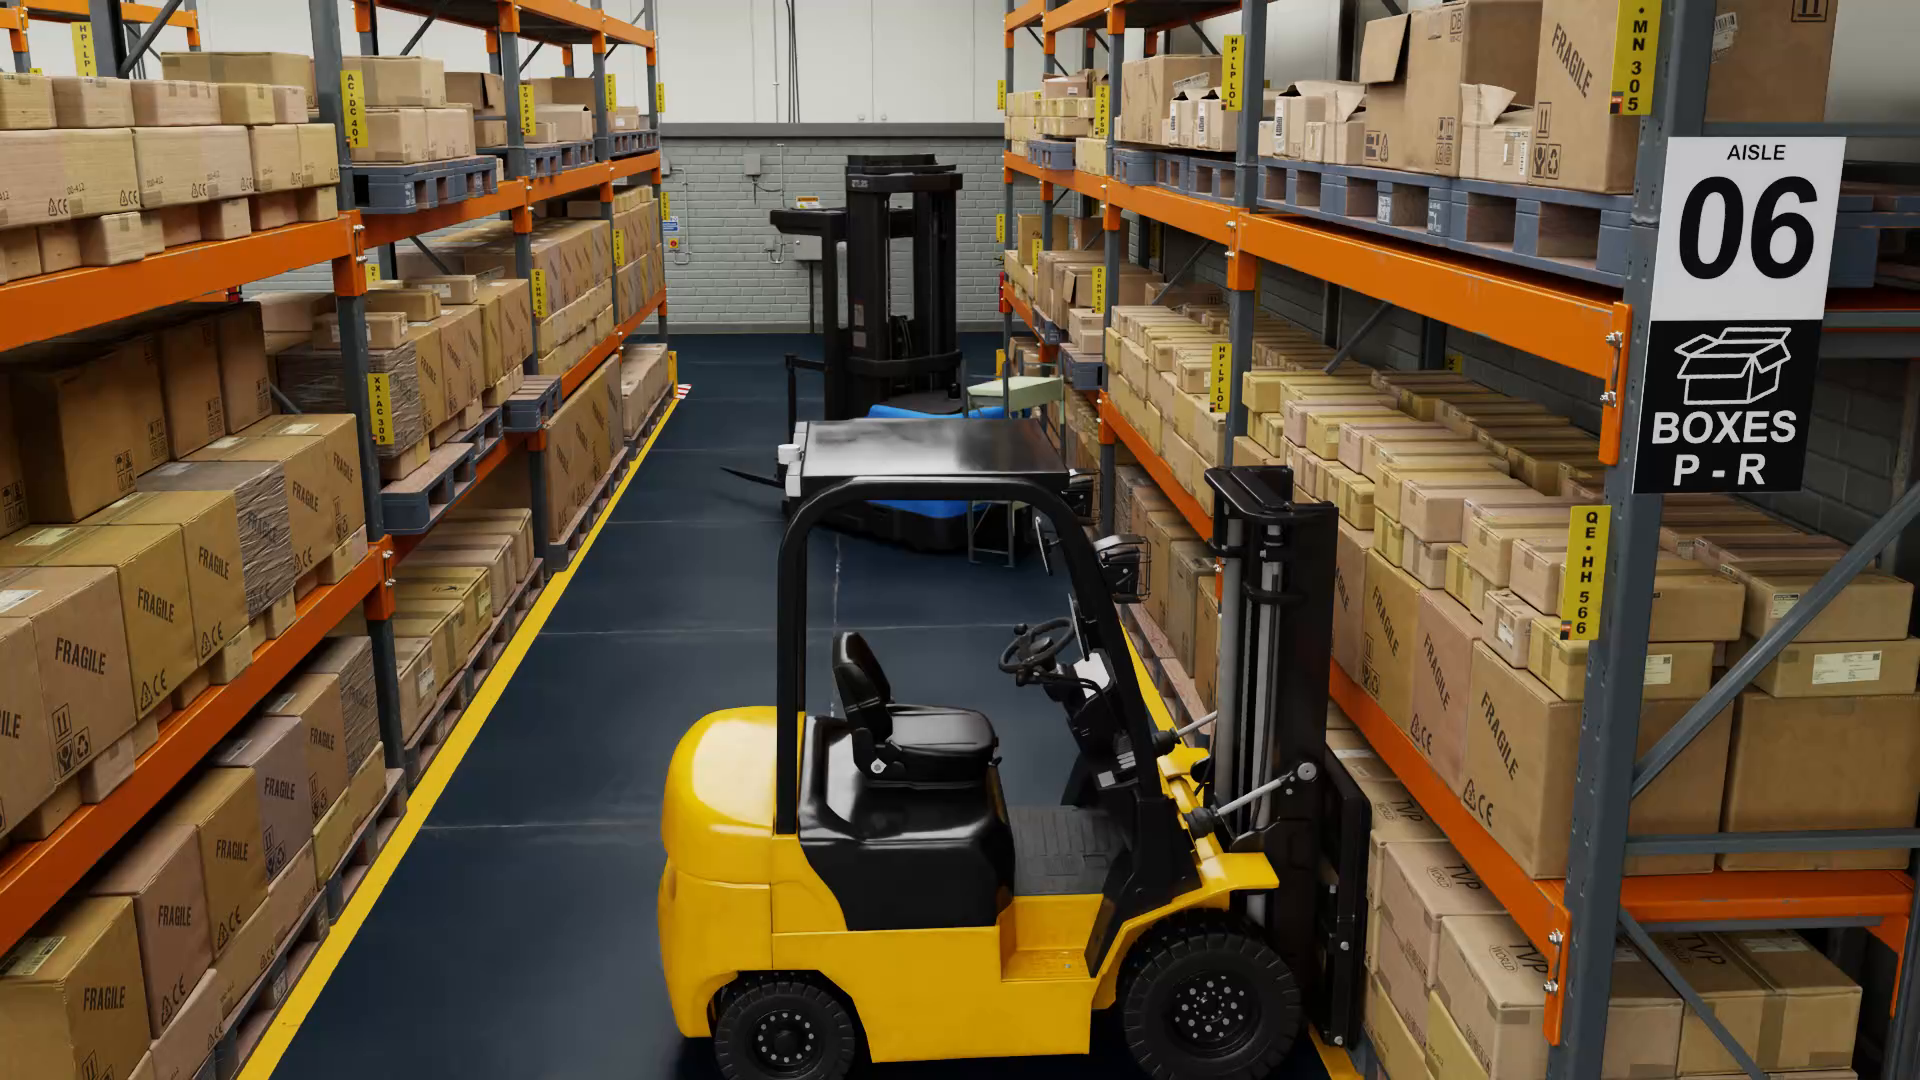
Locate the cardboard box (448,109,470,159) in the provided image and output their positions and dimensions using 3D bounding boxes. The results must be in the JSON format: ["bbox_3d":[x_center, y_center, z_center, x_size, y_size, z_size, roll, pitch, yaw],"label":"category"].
[{"bbox_3d":[-2.911,-2.154,8.817,0.500,0.250,0.500,-1,14,-4],"label":"cardboard box"}]

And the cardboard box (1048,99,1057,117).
[{"bbox_3d":[0.953,-3.688,14.186,0.380,0.149,0.250,-1,14,-4],"label":"cardboard box"}]

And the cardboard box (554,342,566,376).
[{"bbox_3d":[-3.266,-1.343,12.528,0.500,0.250,0.500,-1,14,-5],"label":"cardboard box"}]

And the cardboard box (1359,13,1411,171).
[{"bbox_3d":[1.780,-1.514,5.620,0.797,0.503,0.637,0,14,-2],"label":"cardboard box"}]

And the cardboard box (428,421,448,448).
[{"bbox_3d":[-2.983,-0.588,8.954,0.380,0.149,0.250,-1,14,-3],"label":"cardboard box"}]

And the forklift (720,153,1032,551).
[{"bbox_3d":[-0.818,-1.630,13.478,1.130,2.935,3.031,-14,20,-42],"label":"forklift"}]

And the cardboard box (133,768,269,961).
[{"bbox_3d":[-2.778,1.126,5.800,0.500,0.500,0.500,-1,14,-2],"label":"cardboard box"}]

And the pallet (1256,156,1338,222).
[{"bbox_3d":[1.843,-1.444,6.775,1.003,0.211,1.213,-1,14,-3],"label":"pallet"}]

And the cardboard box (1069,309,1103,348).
[{"bbox_3d":[1.128,-1.629,12.794,0.500,0.250,0.500,-2,15,-6],"label":"cardboard box"}]

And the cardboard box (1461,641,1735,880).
[{"bbox_3d":[1.720,0.582,4.542,0.500,0.500,0.500,-1,14,-5],"label":"cardboard box"}]

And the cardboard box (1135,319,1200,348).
[{"bbox_3d":[1.330,-1.324,10.652,0.380,0.149,0.250,-1,14,-3],"label":"cardboard box"}]

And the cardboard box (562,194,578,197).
[{"bbox_3d":[-4.038,-3.395,16.693,0.380,0.149,0.250,-1,14,-5],"label":"cardboard box"}]

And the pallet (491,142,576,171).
[{"bbox_3d":[-3.603,-2.961,12.876,1.003,0.211,1.213,0,14,-1],"label":"pallet"}]

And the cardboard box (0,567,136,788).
[{"bbox_3d":[-2.730,0.383,4.719,0.500,0.500,0.500,0,14,-2],"label":"cardboard box"}]

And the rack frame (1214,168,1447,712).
[{"bbox_3d":[1.764,-0.246,7.961,1.000,3.000,0.127,-1,14,-3],"label":"rack frame"}]

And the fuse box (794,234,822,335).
[{"bbox_3d":[-2.200,-3.927,24.853,0.539,1.711,0.414,-1,14,-3],"label":"fuse box"}]

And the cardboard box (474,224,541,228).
[{"bbox_3d":[-3.886,-2.450,14.323,0.500,0.500,0.500,-1,14,-4],"label":"cardboard box"}]

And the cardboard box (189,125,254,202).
[{"bbox_3d":[-2.844,-1.334,5.875,0.500,0.250,0.500,-1,14,-4],"label":"cardboard box"}]

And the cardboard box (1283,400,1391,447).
[{"bbox_3d":[1.532,-0.476,6.756,0.380,0.149,0.250,-1,14,-2],"label":"cardboard box"}]

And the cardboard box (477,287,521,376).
[{"bbox_3d":[-3.089,-1.322,10.502,0.500,0.500,0.500,-1,14,-4],"label":"cardboard box"}]

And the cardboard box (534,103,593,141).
[{"bbox_3d":[-3.421,-3.555,14.138,0.500,0.311,0.500,-1,14,-3],"label":"cardboard box"}]

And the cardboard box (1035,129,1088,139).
[{"bbox_3d":[0.989,-3.875,15.753,0.500,0.250,0.500,-1,14,-3],"label":"cardboard box"}]

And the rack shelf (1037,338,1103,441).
[{"bbox_3d":[1.393,-1.389,13.850,1.077,0.370,4.000,-1,14,-3],"label":"rack shelf"}]

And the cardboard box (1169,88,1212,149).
[{"bbox_3d":[1.429,-2.274,8.961,0.500,0.311,0.500,-1,14,-5],"label":"cardboard box"}]

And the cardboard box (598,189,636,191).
[{"bbox_3d":[-3.651,-3.658,17.715,0.380,0.149,0.250,-1,14,-4],"label":"cardboard box"}]

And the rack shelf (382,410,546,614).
[{"bbox_3d":[-3.314,-0.317,9.683,1.077,0.370,4.000,-1,14,-3],"label":"rack shelf"}]

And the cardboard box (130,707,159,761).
[{"bbox_3d":[-2.741,0.603,5.166,0.380,0.149,0.250,-1,14,-2],"label":"cardboard box"}]

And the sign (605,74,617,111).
[{"bbox_3d":[-3.144,-4.024,14.957,0.100,0.325,0.005,-1,14,-3],"label":"sign"}]

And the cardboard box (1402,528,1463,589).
[{"bbox_3d":[1.643,0.049,5.315,0.380,0.149,0.250,-1,14,-5],"label":"cardboard box"}]

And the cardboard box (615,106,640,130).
[{"bbox_3d":[-3.815,-4.674,18.409,0.500,0.250,0.500,-2,15,-9],"label":"cardboard box"}]

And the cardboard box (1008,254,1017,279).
[{"bbox_3d":[0.811,-3.059,18.600,0.500,0.250,0.500,-1,14,-3],"label":"cardboard box"}]

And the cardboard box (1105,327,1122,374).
[{"bbox_3d":[1.275,-1.295,11.339,0.500,0.250,0.500,-1,14,-3],"label":"cardboard box"}]

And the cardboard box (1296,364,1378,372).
[{"bbox_3d":[1.978,-0.829,8.724,0.380,0.149,0.250,-1,14,-4],"label":"cardboard box"}]

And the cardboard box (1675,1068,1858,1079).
[{"bbox_3d":[2.190,1.515,4.790,0.500,0.250,0.500,-1,14,-2],"label":"cardboard box"}]

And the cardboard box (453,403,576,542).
[{"bbox_3d":[-3.397,-0.510,12.411,0.875,0.875,0.875,-1,14,-4],"label":"cardboard box"}]

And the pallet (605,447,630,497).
[{"bbox_3d":[-3.562,-0.616,14.999,1.003,0.211,1.213,-1,14,-3],"label":"pallet"}]

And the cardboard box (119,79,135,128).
[{"bbox_3d":[-2.823,-1.361,5.180,0.380,0.149,0.250,-1,14,-2],"label":"cardboard box"}]

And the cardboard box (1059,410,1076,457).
[{"bbox_3d":[1.143,-0.848,14.475,0.500,0.500,0.500,-1,14,-5],"label":"cardboard box"}]

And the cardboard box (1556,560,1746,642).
[{"bbox_3d":[1.780,0.157,4.298,0.380,0.149,0.250,-1,14,-3],"label":"cardboard box"}]

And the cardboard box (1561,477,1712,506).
[{"bbox_3d":[2.150,-0.102,5.304,0.380,0.149,0.250,0,14,-2],"label":"cardboard box"}]

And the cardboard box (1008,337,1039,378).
[{"bbox_3d":[0.964,-2.071,19.222,0.797,0.503,0.637,-1,15,-6],"label":"cardboard box"}]

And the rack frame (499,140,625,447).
[{"bbox_3d":[-3.685,-2.158,15.392,1.000,3.000,0.127,-1,14,-3],"label":"rack frame"}]

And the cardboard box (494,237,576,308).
[{"bbox_3d":[-3.281,-2.074,12.860,0.500,0.500,0.500,0,14,-2],"label":"cardboard box"}]

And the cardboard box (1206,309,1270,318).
[{"bbox_3d":[1.866,-1.462,11.186,0.380,0.149,0.250,-1,14,-2],"label":"cardboard box"}]

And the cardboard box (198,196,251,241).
[{"bbox_3d":[-2.816,-1.169,6.035,0.380,0.149,0.250,0,14,-2],"label":"cardboard box"}]

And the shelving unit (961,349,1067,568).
[{"bbox_3d":[0.419,-0.621,12.386,0.431,1.500,0.755,7,16,36],"label":"shelving unit"}]

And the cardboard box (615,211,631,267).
[{"bbox_3d":[-3.498,-2.938,16.219,0.500,0.500,0.500,-1,14,-4],"label":"cardboard box"}]

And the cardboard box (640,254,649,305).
[{"bbox_3d":[-3.536,-2.704,17.315,0.500,0.500,0.500,0,14,-2],"label":"cardboard box"}]

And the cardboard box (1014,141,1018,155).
[{"bbox_3d":[0.786,-4.221,17.895,0.380,0.149,0.250,-1,14,-4],"label":"cardboard box"}]

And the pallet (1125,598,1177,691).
[{"bbox_3d":[1.601,0.618,10.200,1.003,0.211,1.213,-1,14,-3],"label":"pallet"}]

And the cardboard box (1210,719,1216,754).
[{"bbox_3d":[1.464,1.008,7.764,0.500,0.250,0.500,-1,14,-3],"label":"cardboard box"}]

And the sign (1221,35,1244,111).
[{"bbox_3d":[1.223,-2.090,7.442,0.100,0.325,0.005,-1,14,-3],"label":"sign"}]

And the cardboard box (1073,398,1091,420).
[{"bbox_3d":[1.169,-1.125,14.251,0.380,0.149,0.250,0,14,-1],"label":"cardboard box"}]

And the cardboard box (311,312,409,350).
[{"bbox_3d":[-2.866,-1.000,7.953,0.380,0.149,0.250,-1,14,-4],"label":"cardboard box"}]

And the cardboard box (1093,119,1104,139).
[{"bbox_3d":[1.208,-3.090,12.496,0.380,0.149,0.250,-1,14,-3],"label":"cardboard box"}]

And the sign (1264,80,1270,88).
[{"bbox_3d":[2.071,-2.988,11.405,0.100,0.325,0.005,-1,14,-3],"label":"sign"}]

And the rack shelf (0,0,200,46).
[{"bbox_3d":[-8.743,-5.109,16.273,1.077,0.370,4.000,-1,14,-3],"label":"rack shelf"}]
